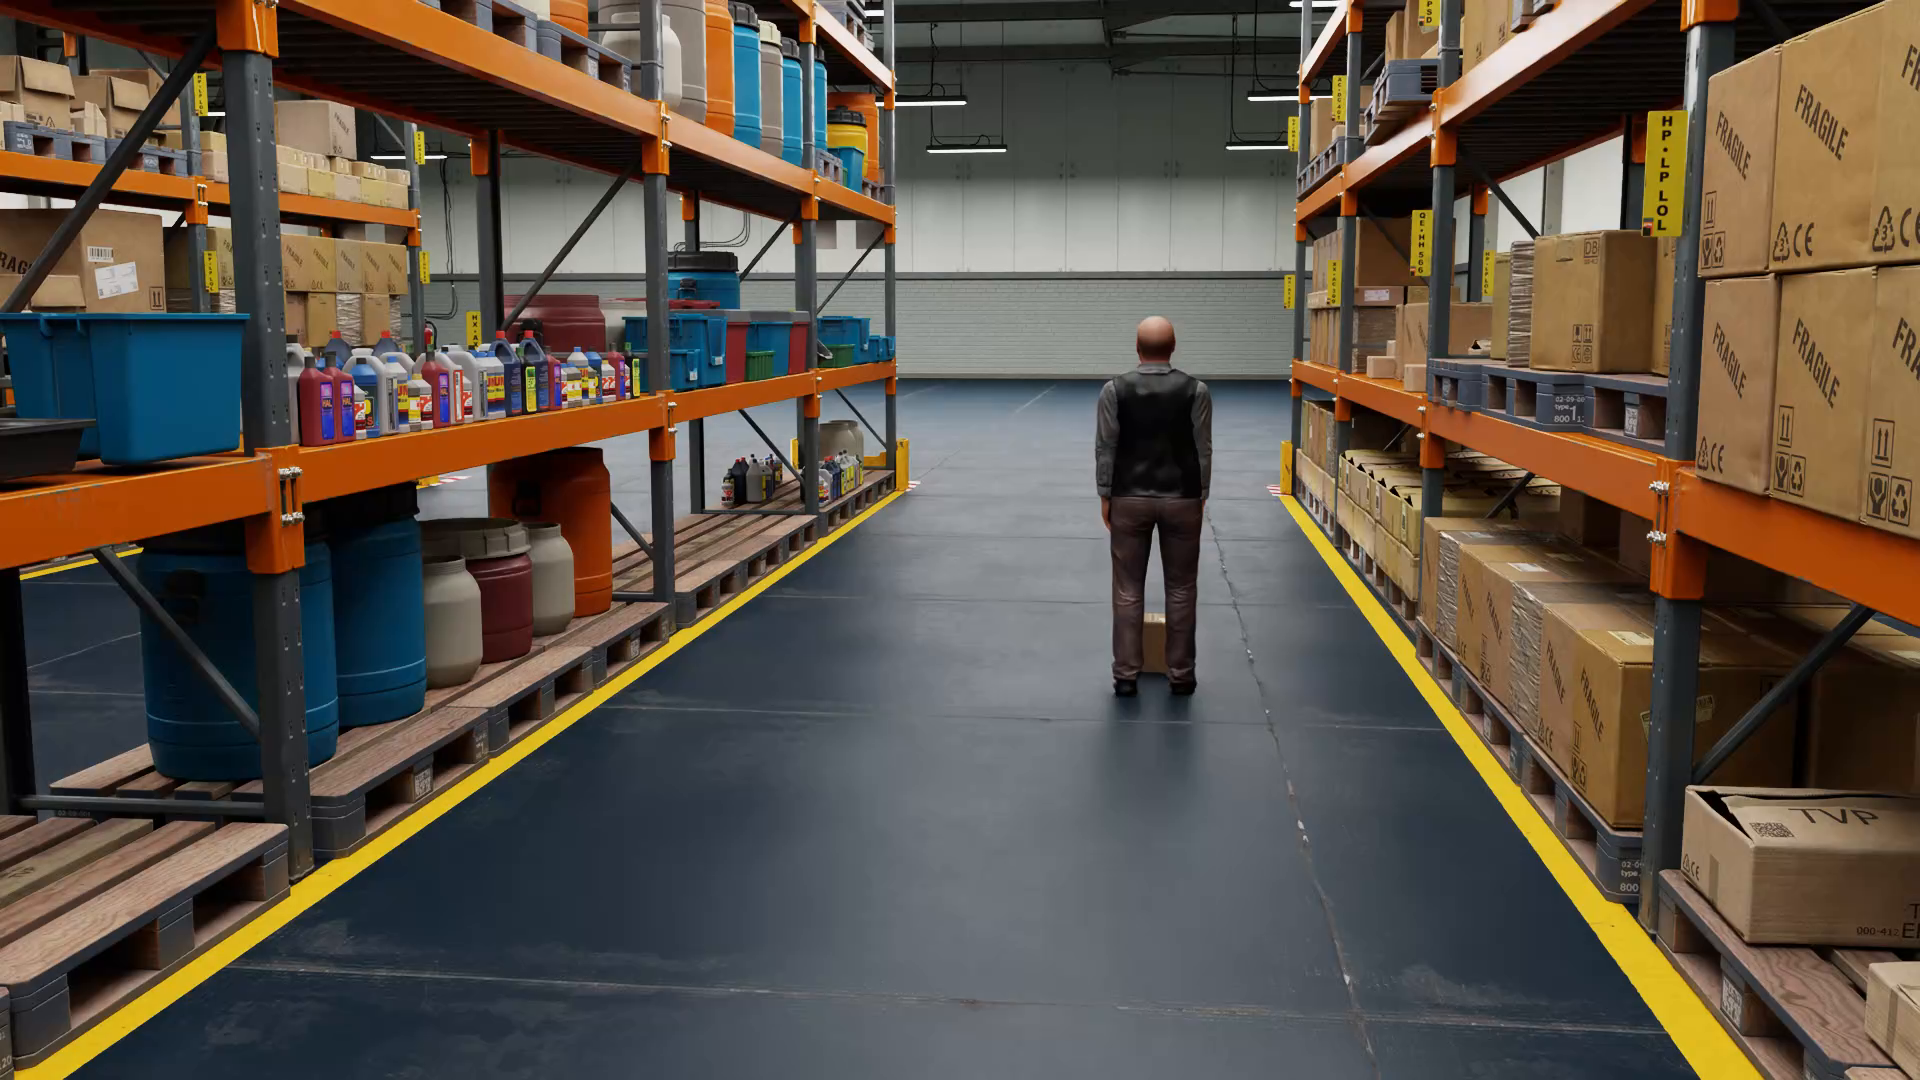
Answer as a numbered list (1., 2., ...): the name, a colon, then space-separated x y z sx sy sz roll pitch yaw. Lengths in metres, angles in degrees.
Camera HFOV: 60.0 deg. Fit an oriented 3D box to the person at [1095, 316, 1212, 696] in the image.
1. person: 0.880 -0.145 7.606 0.531 1.742 0.359 1 8 8
